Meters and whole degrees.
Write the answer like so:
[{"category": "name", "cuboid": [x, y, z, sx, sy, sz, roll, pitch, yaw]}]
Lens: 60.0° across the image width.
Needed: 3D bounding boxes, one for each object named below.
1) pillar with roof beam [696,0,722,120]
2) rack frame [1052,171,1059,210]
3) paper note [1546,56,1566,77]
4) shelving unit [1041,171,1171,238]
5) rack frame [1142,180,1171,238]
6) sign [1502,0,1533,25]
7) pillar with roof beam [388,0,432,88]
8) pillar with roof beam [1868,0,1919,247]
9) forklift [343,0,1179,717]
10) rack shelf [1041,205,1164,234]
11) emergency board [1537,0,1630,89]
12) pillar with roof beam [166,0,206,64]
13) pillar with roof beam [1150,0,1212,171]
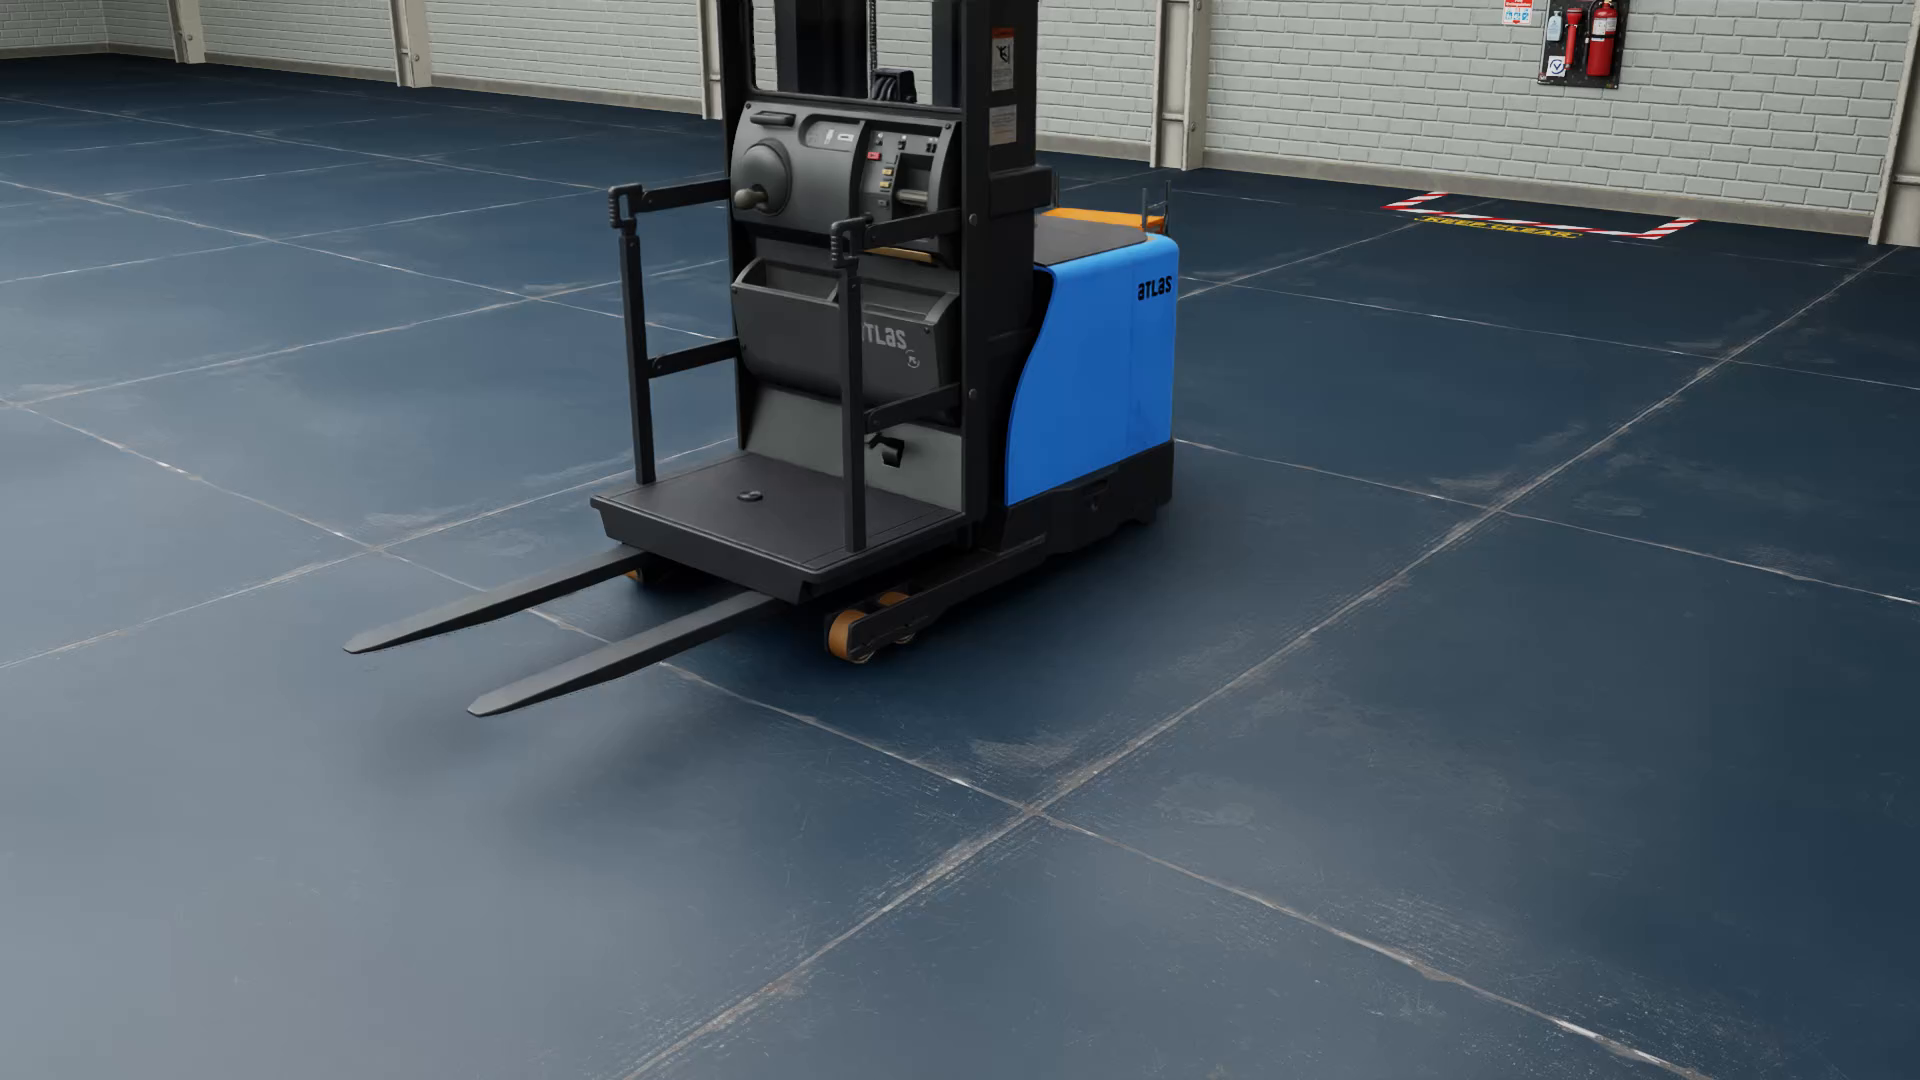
[{"category": "pillar with roof beam", "cuboid": [-5.385, -7.792, 14.076, 0.400, 9.000, 9.100, 16, 26, 36]}, {"category": "rack frame", "cuboid": [0.336, -0.890, 6.828, 0.015, 1.200, 0.240, 12, 24, 28]}, {"category": "paper note", "cuboid": [4.650, -3.692, 12.956, 0.142, 0.148, 0.016, 16, 26, 36]}, {"category": "shelving unit", "cuboid": [0.547, -0.847, 6.714, 0.503, 1.200, 0.258, 12, 24, 28]}, {"category": "rack frame", "cuboid": [0.758, -0.804, 6.600, 0.015, 1.200, 0.240, 12, 24, 28]}, {"category": "sign", "cuboid": [4.381, -4.214, 13.041, 0.234, 0.329, 0.001, 16, 26, 36]}, {"category": "pillar with roof beam", "cuboid": [-10.033, -9.130, 17.626, 0.400, 9.000, 9.100, 16, 26, 36]}, {"category": "pillar with roof beam", "cuboid": [3.912, -5.114, 6.977, 0.400, 9.000, 9.100, 16, 26, 36]}, {"category": "forklift", "cuboid": [-0.522, -1.188, 5.165, 1.130, 2.935, 3.031, 17, 26, 37]}, {"category": "rack shelf", "cuboid": [0.547, -1.215, 6.576, 0.480, 0.148, 0.258, 12, 24, 28]}, {"category": "emergency board", "cuboid": [4.744, -4.046, 12.646, 0.643, 1.169, 0.194, 16, 26, 36]}, {"category": "pillar with roof beam", "cuboid": [-14.681, -10.469, 21.176, 0.400, 9.000, 9.100, 16, 26, 36]}, {"category": "pillar with roof beam", "cuboid": [-0.736, -6.453, 10.527, 0.400, 9.000, 9.100, 16, 26, 36]}]
